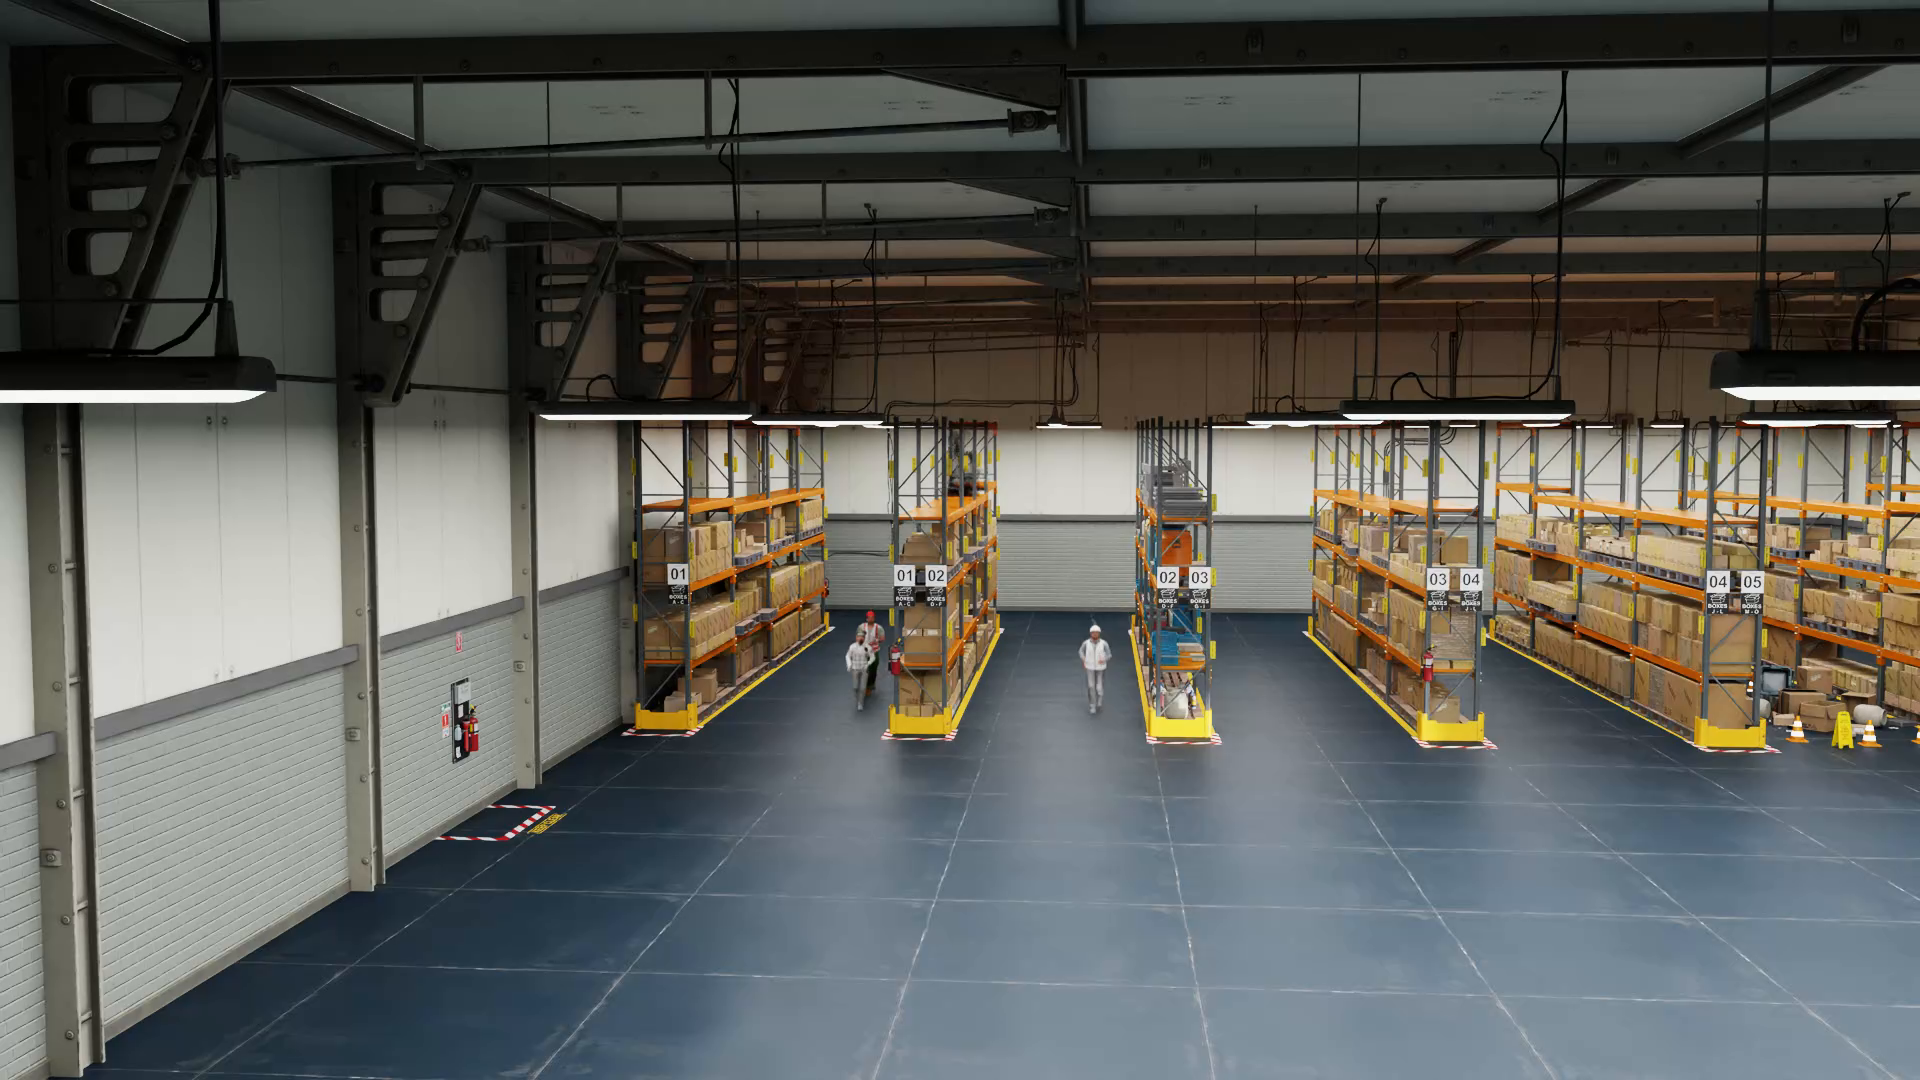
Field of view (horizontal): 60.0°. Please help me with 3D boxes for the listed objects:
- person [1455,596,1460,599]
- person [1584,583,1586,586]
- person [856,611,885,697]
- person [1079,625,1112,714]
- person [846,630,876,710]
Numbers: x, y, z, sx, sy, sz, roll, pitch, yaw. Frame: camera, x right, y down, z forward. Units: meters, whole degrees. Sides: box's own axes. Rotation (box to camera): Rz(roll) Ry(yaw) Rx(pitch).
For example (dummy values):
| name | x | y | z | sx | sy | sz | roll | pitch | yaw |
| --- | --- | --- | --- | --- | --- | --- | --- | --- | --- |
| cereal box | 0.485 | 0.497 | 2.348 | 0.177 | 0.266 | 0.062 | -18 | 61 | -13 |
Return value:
| name | x | y | z | sx | sy | sz | roll | pitch | yaw |
| --- | --- | --- | --- | --- | --- | --- | --- | --- | --- |
| person | 13.466 | 1.872 | 45.850 | 0.696 | 1.726 | 0.549 | 2 | 4 | 30 |
| person | 16.622 | 2.004 | 44.111 | 0.580 | 1.711 | 0.838 | 0 | 4 | 3 |
| person | -1.955 | 2.459 | 36.217 | 0.643 | 1.844 | 0.875 | 0 | 4 | -6 |
| person | 2.759 | 2.614 | 33.873 | 0.671 | 1.760 | 0.913 | 0 | 4 | 7 |
| person | -2.051 | 2.667 | 34.290 | 0.618 | 1.652 | 0.550 | 0 | 4 | 0 |
